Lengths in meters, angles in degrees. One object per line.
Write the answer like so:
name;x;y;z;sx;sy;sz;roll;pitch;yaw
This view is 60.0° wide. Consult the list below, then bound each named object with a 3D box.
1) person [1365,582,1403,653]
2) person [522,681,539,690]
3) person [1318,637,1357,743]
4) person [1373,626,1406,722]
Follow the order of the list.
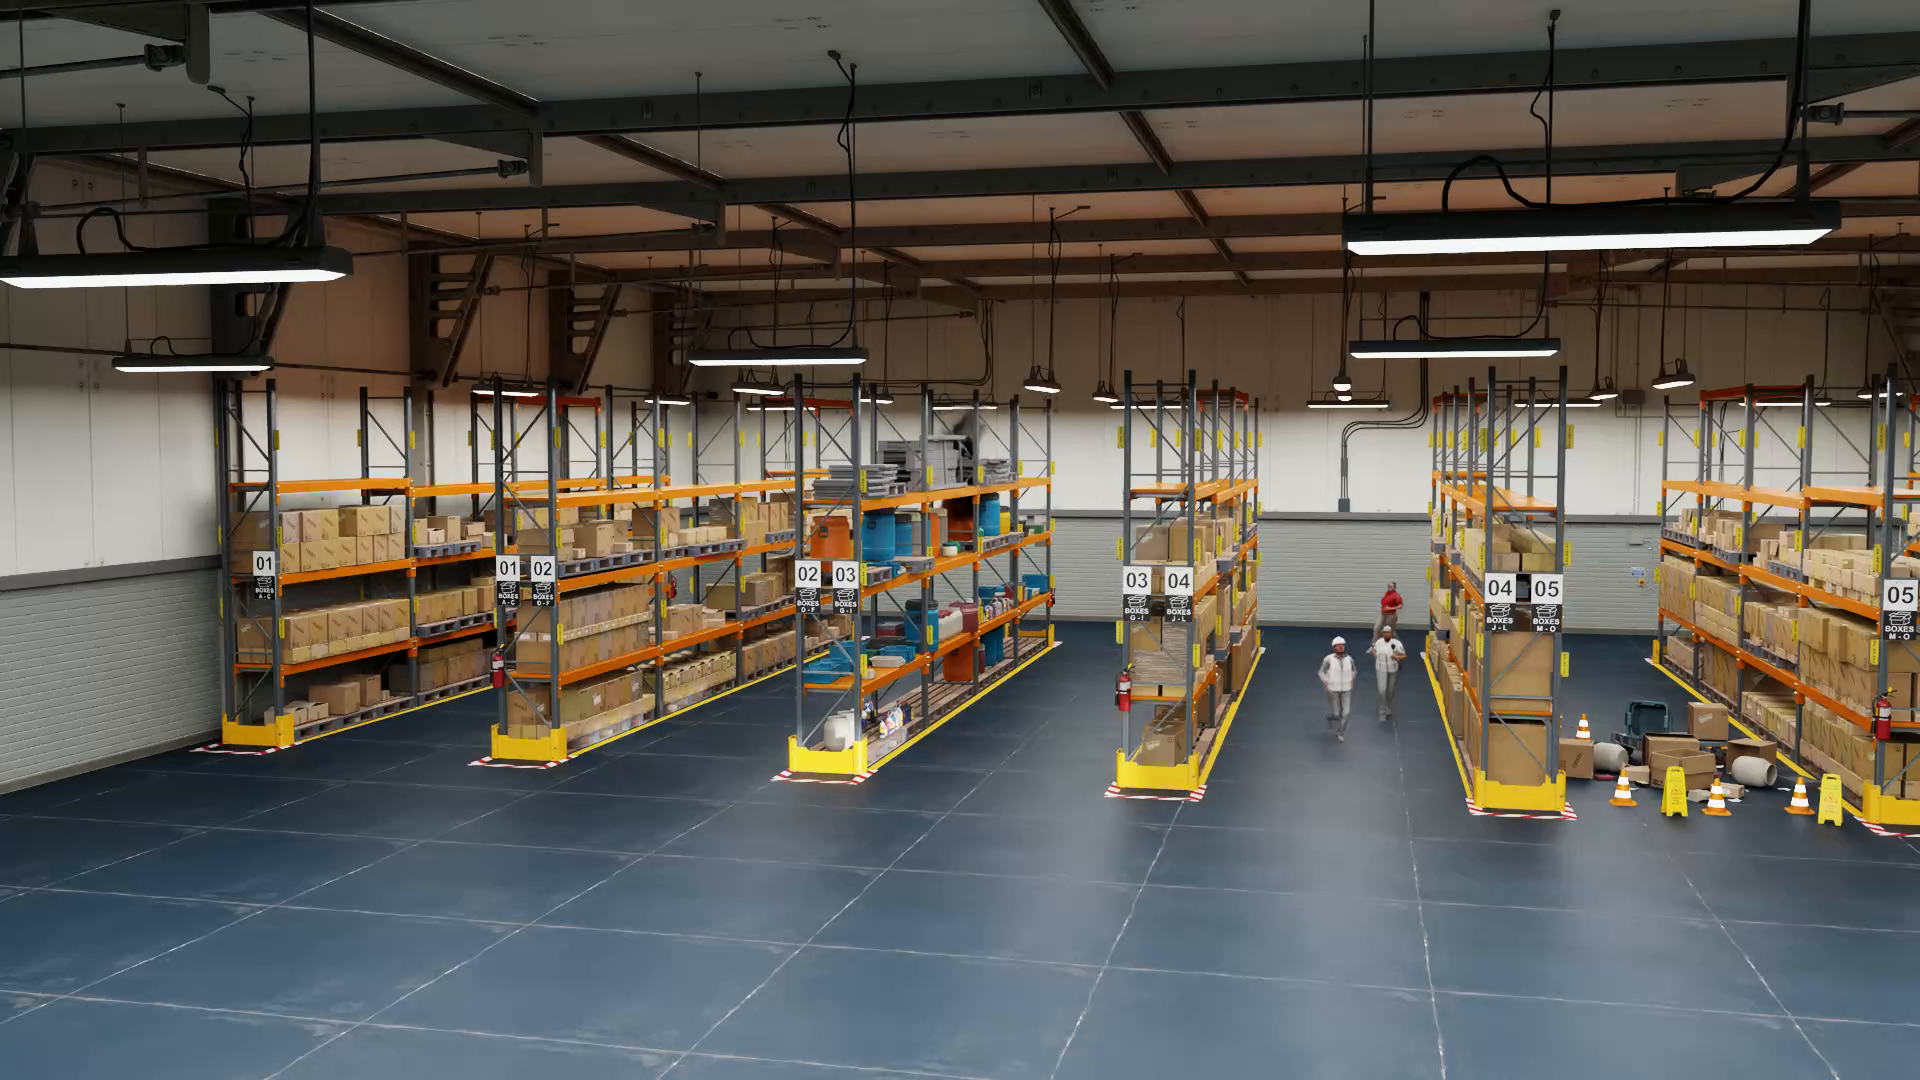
person;10.097;1.820;39.060;0.863;1.705;0.764;-2;4;-27
person;-7.737;2.348;30.151;0.676;1.700;0.945;1;3;9
person;6.312;2.481;27.736;0.660;1.732;0.634;0;3;-4
person;7.705;2.387;29.848;0.583;1.711;0.825;1;4;16
